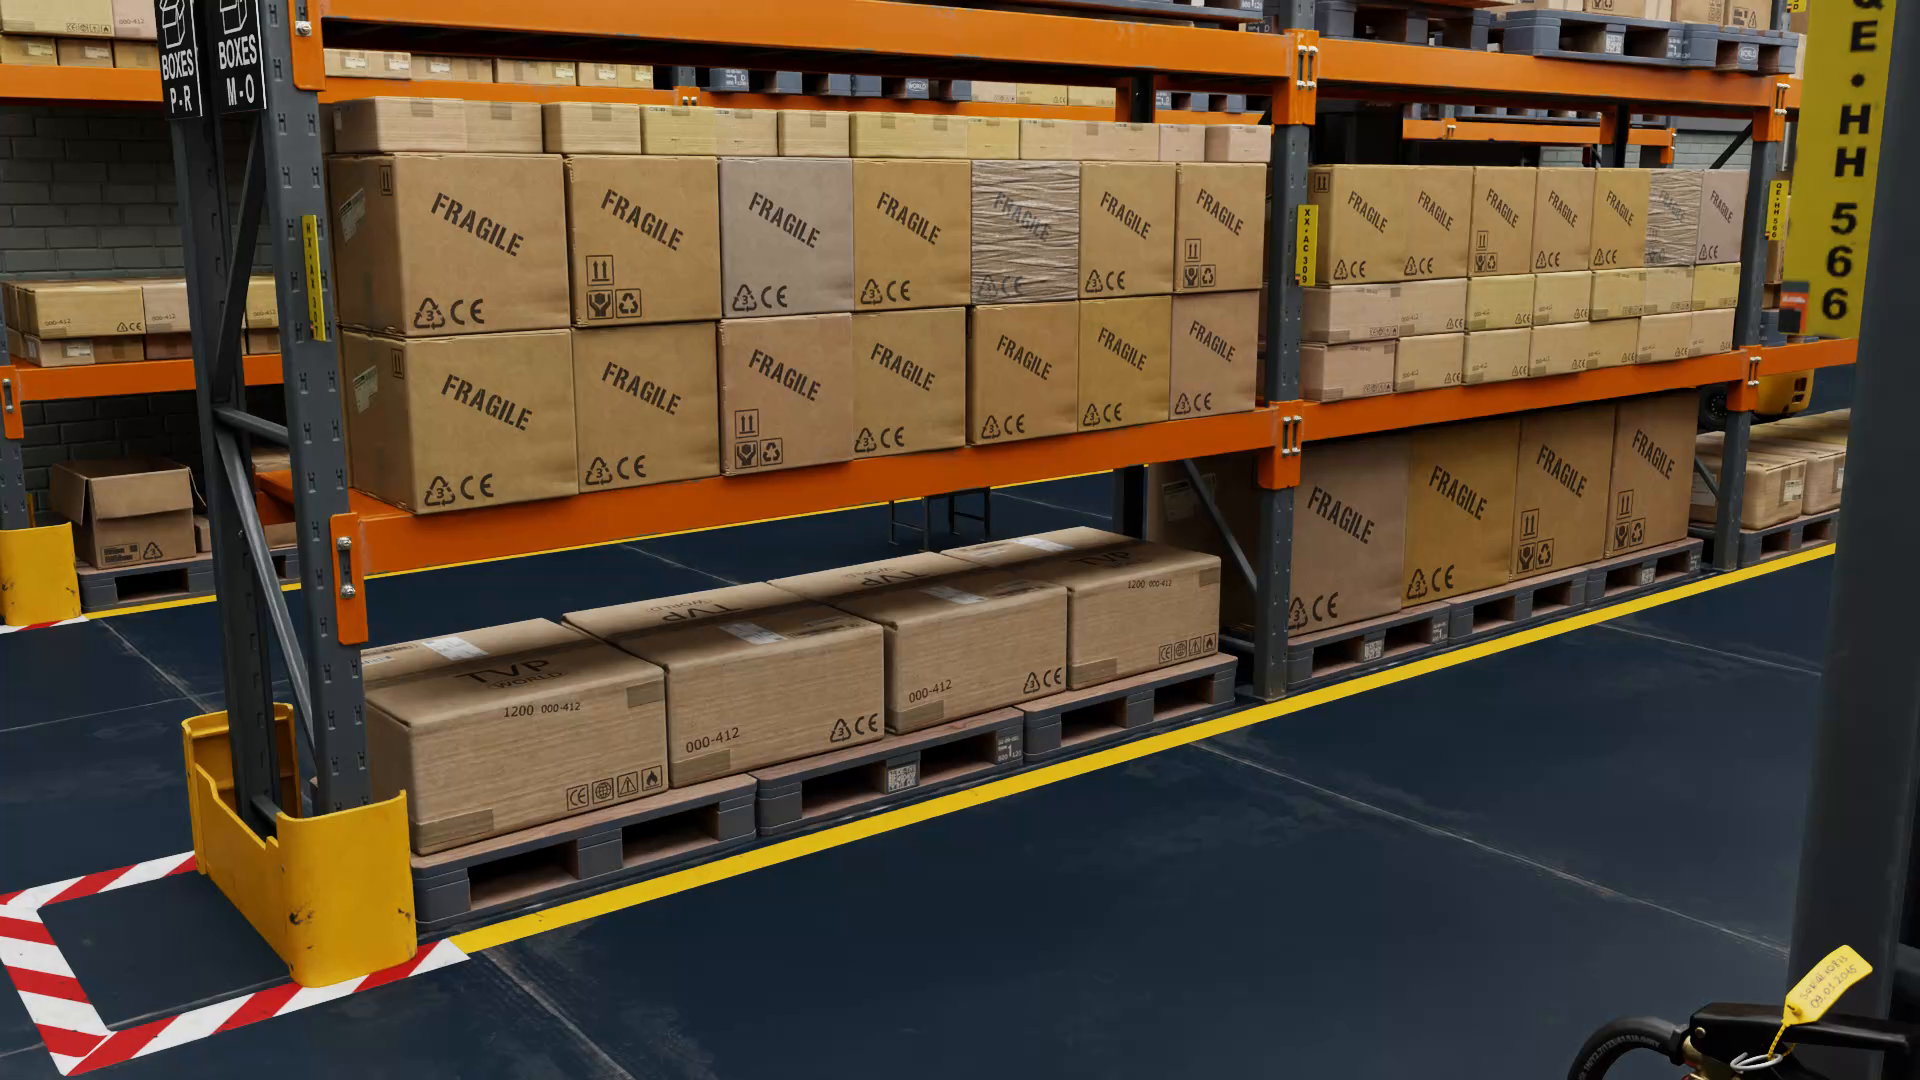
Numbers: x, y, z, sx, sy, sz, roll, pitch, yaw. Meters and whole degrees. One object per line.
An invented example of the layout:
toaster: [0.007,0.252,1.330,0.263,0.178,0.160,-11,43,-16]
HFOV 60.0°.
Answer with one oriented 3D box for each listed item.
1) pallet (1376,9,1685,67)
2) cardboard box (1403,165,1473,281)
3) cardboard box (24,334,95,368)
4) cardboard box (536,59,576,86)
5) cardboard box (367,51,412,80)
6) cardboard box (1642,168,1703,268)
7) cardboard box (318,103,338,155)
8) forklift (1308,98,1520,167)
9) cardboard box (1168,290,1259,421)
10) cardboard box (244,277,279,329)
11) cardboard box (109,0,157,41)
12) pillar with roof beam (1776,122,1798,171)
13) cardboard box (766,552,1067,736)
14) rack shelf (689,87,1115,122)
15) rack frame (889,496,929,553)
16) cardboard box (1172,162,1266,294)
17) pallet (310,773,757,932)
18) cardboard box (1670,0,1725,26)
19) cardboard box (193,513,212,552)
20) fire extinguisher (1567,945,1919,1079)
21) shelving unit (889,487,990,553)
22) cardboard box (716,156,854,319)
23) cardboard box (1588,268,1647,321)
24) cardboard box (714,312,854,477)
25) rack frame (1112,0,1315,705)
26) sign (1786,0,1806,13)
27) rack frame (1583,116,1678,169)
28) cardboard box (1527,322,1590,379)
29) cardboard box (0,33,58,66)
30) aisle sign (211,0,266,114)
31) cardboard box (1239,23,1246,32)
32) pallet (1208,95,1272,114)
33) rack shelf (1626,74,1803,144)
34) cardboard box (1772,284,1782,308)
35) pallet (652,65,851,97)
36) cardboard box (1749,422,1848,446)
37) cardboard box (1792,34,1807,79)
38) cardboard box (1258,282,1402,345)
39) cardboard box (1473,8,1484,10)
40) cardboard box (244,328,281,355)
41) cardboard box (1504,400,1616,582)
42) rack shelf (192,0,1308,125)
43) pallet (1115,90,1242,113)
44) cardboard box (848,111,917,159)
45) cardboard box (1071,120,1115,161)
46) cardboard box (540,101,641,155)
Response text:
pallet: [2.858,-2.495,8.389,1.213,0.211,1.003,-9,15,-35]
cardboard box: [1.979,-1.458,7.624,0.500,0.500,0.500,-10,15,-38]
cardboard box: [-4.723,-0.999,8.719,0.250,0.149,0.380,-10,15,-38]
cardboard box: [-2.532,-2.828,10.110,0.250,0.149,0.380,-9,15,-36]
cardboard box: [-3.308,-2.689,9.452,0.250,0.149,0.380,-9,15,-37]
cardboard box: [3.564,-1.718,8.851,0.500,0.500,0.500,-9,15,-37]
cardboard box: [-1.892,-1.254,5.103,0.250,0.149,0.380,-9,15,-37]
forklift: [3.010,-1.631,11.252,3.031,2.935,1.130,-4,13,-18]
cardboard box: [0.874,-0.786,6.868,0.500,0.500,0.500,-9,15,-37]
cardboard box: [-3.841,-1.343,9.378,0.500,0.250,0.500,-10,15,-39]
cardboard box: [-4.250,-2.746,8.763,0.500,0.250,0.500,-9,15,-37]
pillar with roof beam: [13.610,-6.271,18.497,0.400,9.000,9.100,-9,15,-38]
cardboard box: [-0.180,0.390,6.730,0.875,0.438,0.875,-10,16,-39]
rack shelf: [-0.466,-3.018,12.131,4.000,0.370,1.077,-9,15,-38]
rack frame: [-0.320,-0.974,10.160,0.015,2.100,0.400,-9,15,-38]
cardboard box: [0.880,-1.271,6.743,0.500,0.500,0.500,-10,15,-38]
pallet: [-1.472,0.928,5.750,1.213,0.211,1.003,-9,15,-38]
cardboard box: [3.545,-2.920,8.685,0.500,0.500,0.700,-10,16,-40]
cardboard box: [-4.258,-0.048,9.485,0.250,0.149,0.380,-10,16,-40]
fire extinguisher: [0.639,0.648,1.438,0.183,0.674,0.296,-9,15,-38]
shelving unit: [-0.129,-1.006,10.310,0.503,2.100,0.431,-9,15,-38]
cardboard box: [-0.698,-1.010,5.515,0.500,0.500,0.500,-10,15,-38]
cardboard box: [3.195,-1.288,8.630,0.500,0.250,0.500,-10,16,-39]
cardboard box: [-0.707,-0.517,5.603,0.500,0.500,0.500,-10,15,-38]
rack frame: [1.076,-0.839,7.357,0.127,3.000,1.000,-9,15,-38]
sign: [4.540,-3.025,8.999,0.005,0.325,0.100,-9,15,-38]
rack frame: [7.343,-3.200,18.479,0.127,3.000,1.000,-9,15,-38]
cardboard box: [2.794,-0.974,8.356,0.500,0.250,0.500,-10,15,-39]
cardboard box: [-4.757,-2.472,8.433,0.250,0.149,0.380,-9,15,-36]
aisle sign: [-1.922,-1.535,4.377,0.004,0.787,0.394,-9,15,-38]
cardboard box: [2.145,-4.069,13.855,0.500,0.500,0.700,-10,15,-39]
pallet: [2.441,-3.785,14.467,1.213,0.211,1.003,-9,15,-35]
rack shelf: [5.761,-2.733,10.786,4.000,0.370,1.077,-9,15,-38]
cardboard box: [4.811,-1.483,9.987,0.250,0.149,0.380,-11,16,-41]
pallet: [-1.475,-3.092,11.199,1.003,0.211,1.213,-9,15,-38]
cardboard box: [5.814,-0.544,11.284,0.625,0.372,0.950,-9,15,-36]
cardboard box: [4.751,-2.806,9.722,0.258,0.266,0.396,-9,15,-38]
cardboard box: [1.596,-1.021,7.374,0.500,0.250,0.500,-10,16,-39]
cardboard box: [2.459,-2.667,8.296,0.250,0.166,0.380,-8,14,-33]
cardboard box: [-3.930,-1.138,9.371,0.250,0.149,0.380,-9,15,-37]
cardboard box: [2.909,-0.333,9.078,0.875,0.875,0.875,-9,15,-37]
rack shelf: [-0.486,-1.694,5.898,4.000,0.370,1.077,-9,15,-38]
pallet: [1.570,-3.640,13.781,1.003,0.211,1.213,-9,15,-35]
cardboard box: [-0.360,-1.370,5.652,0.250,0.149,0.380,-10,16,-39]
cardboard box: [0.373,-1.519,6.352,0.250,0.149,0.380,-10,15,-38]
cardboard box: [-1.162,-1.237,5.022,0.250,0.149,0.380,-9,15,-36]
